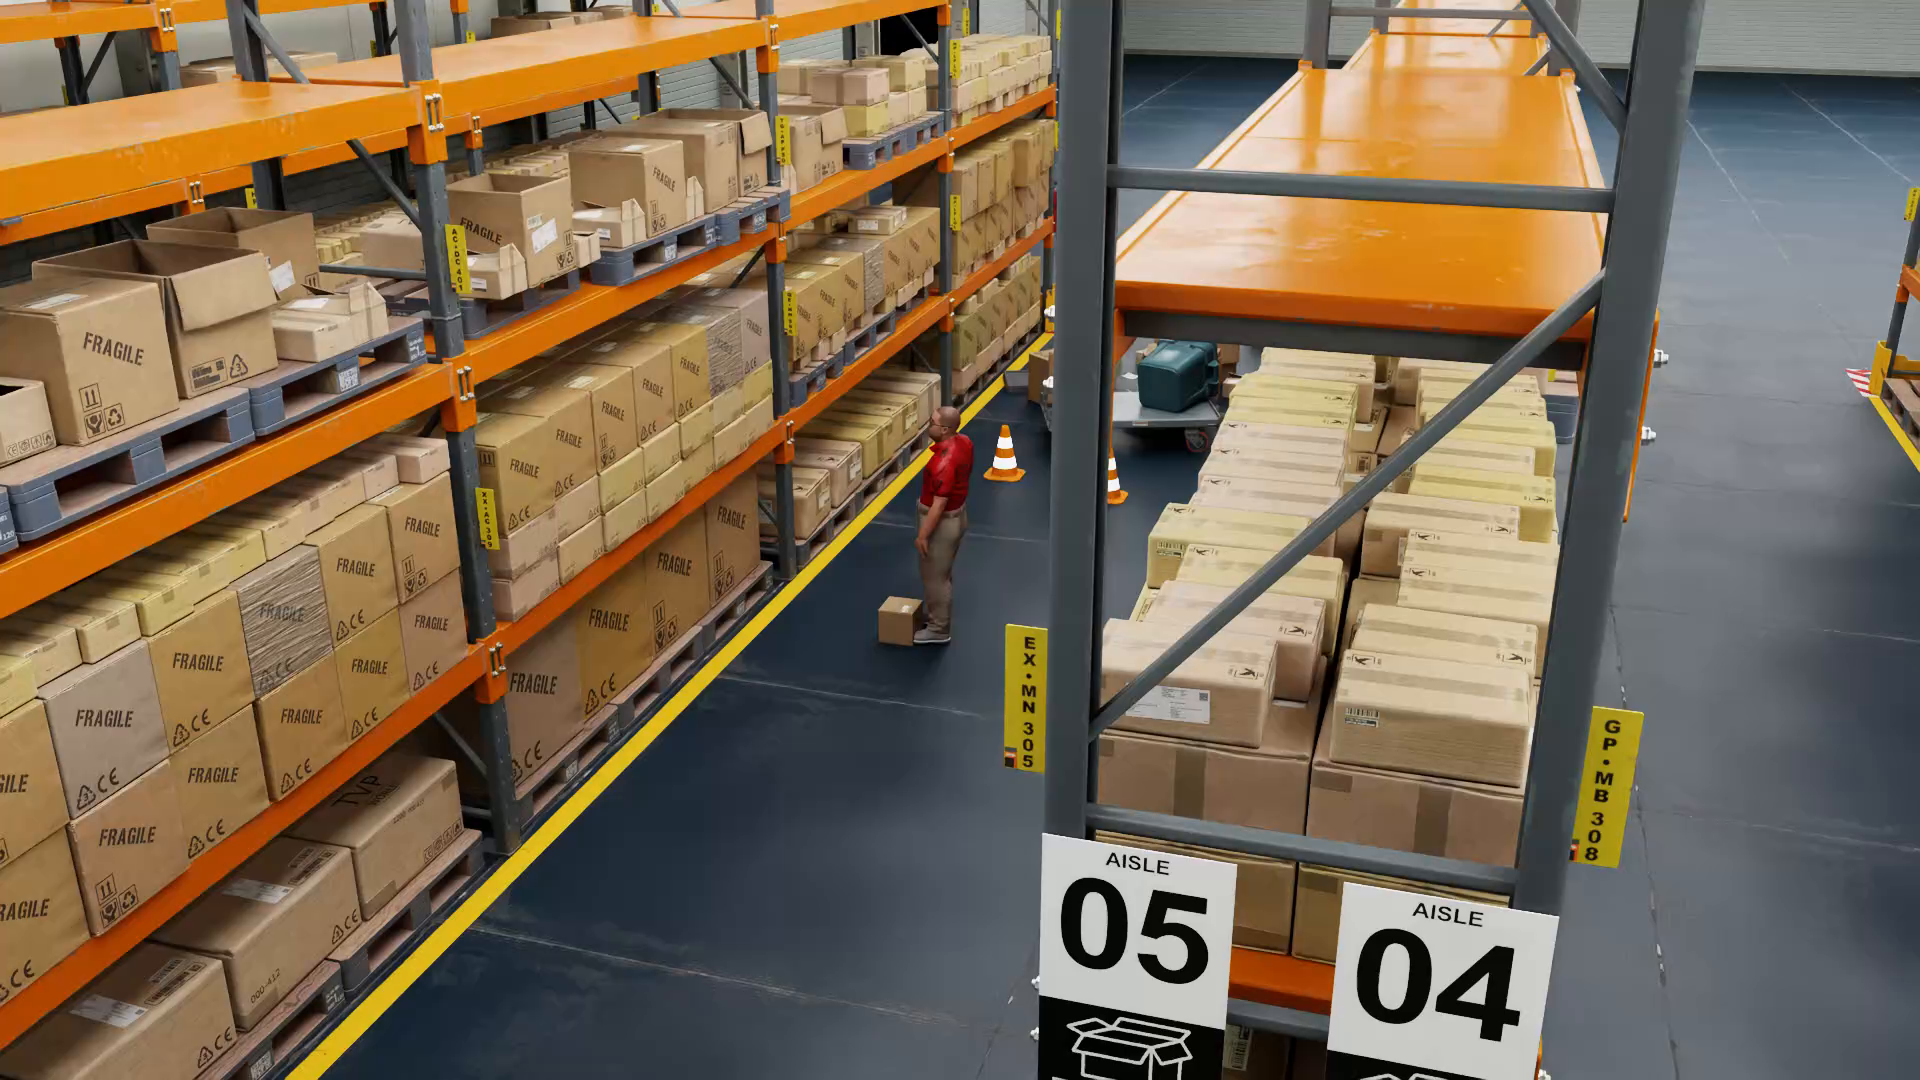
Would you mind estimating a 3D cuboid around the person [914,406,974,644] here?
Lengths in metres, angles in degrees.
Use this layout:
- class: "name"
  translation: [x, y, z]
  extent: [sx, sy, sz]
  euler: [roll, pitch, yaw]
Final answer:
- class: "person"
  translation: [-0.213, -0.113, 11.394]
  extent: [0.550, 1.727, 0.641]
  euler: [6, 23, 16]
